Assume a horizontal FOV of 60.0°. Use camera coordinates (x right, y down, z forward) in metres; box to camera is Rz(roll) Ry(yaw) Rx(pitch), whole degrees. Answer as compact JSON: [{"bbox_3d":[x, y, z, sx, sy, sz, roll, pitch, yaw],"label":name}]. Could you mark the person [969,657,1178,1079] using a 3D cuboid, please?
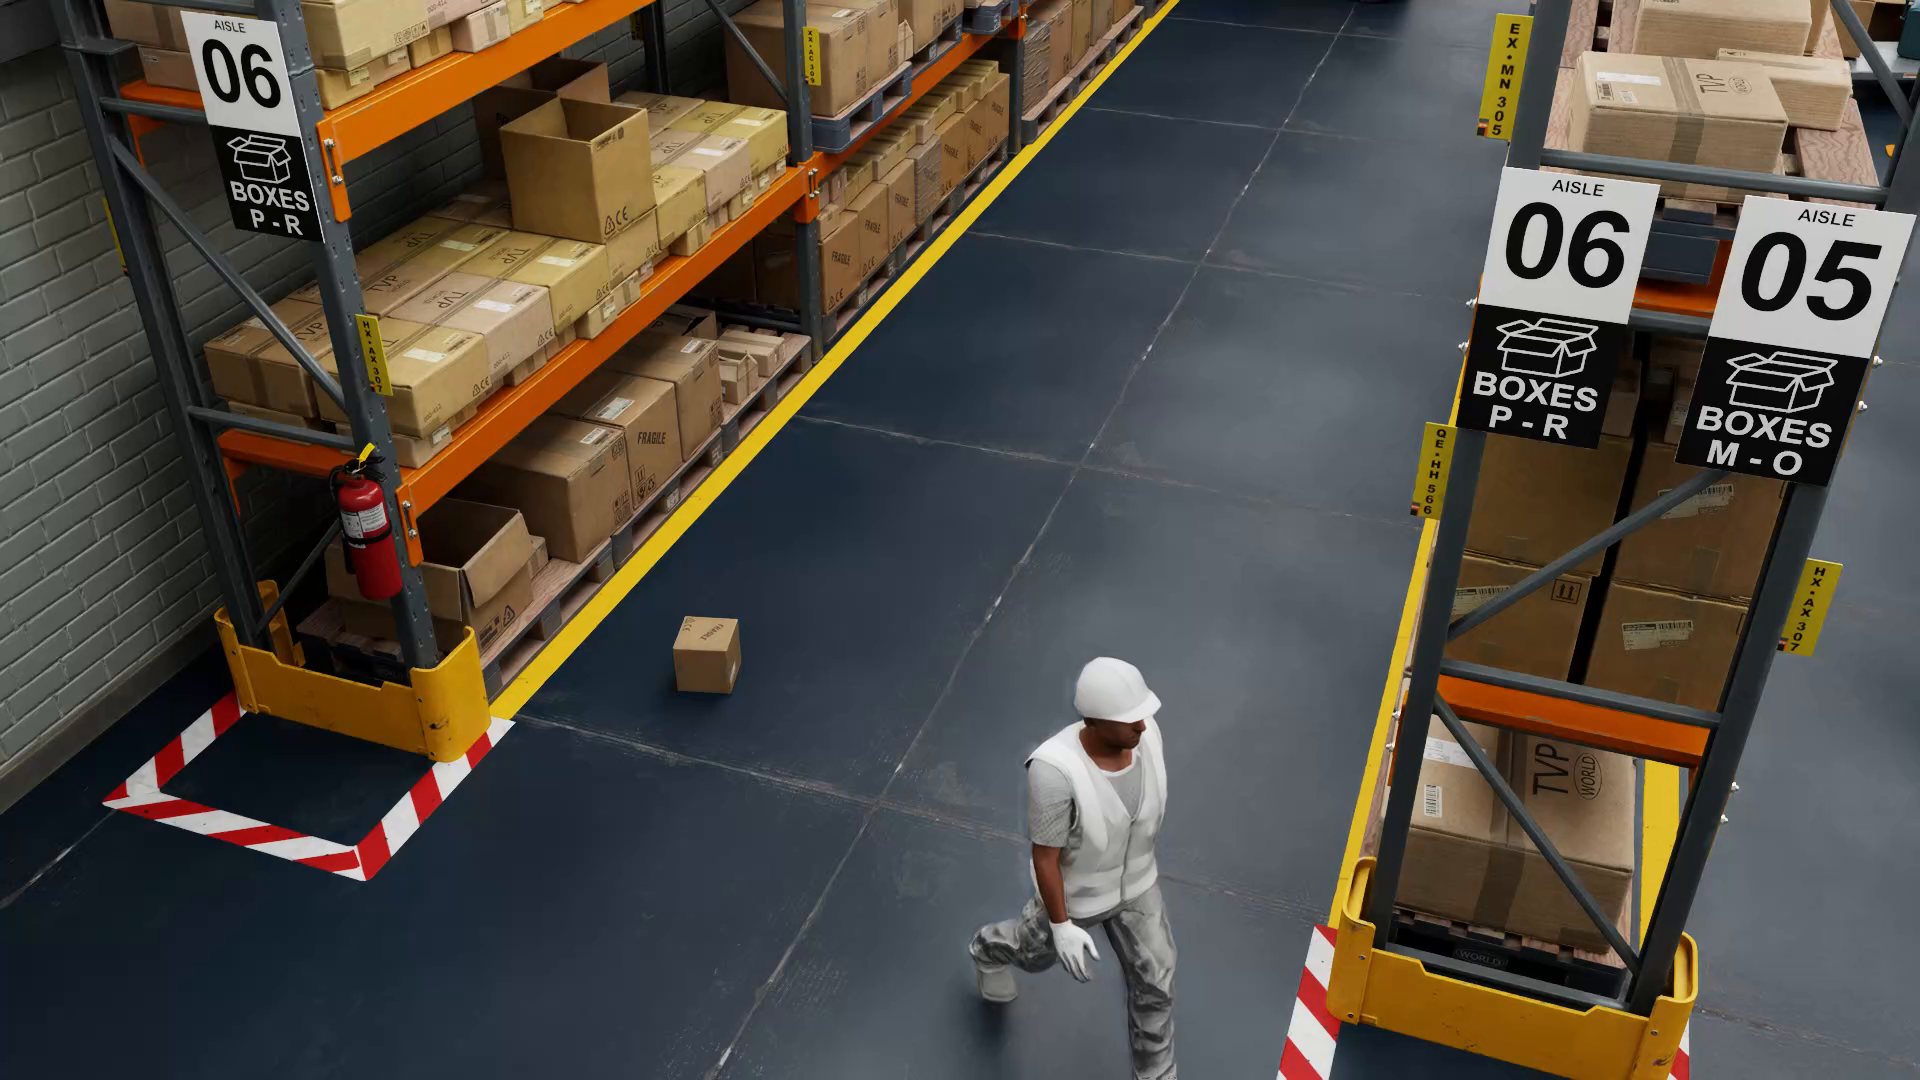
[{"bbox_3d":[0.432,1.096,5.429,0.538,1.735,1.078,-18,37,-25],"label":"person"}]
